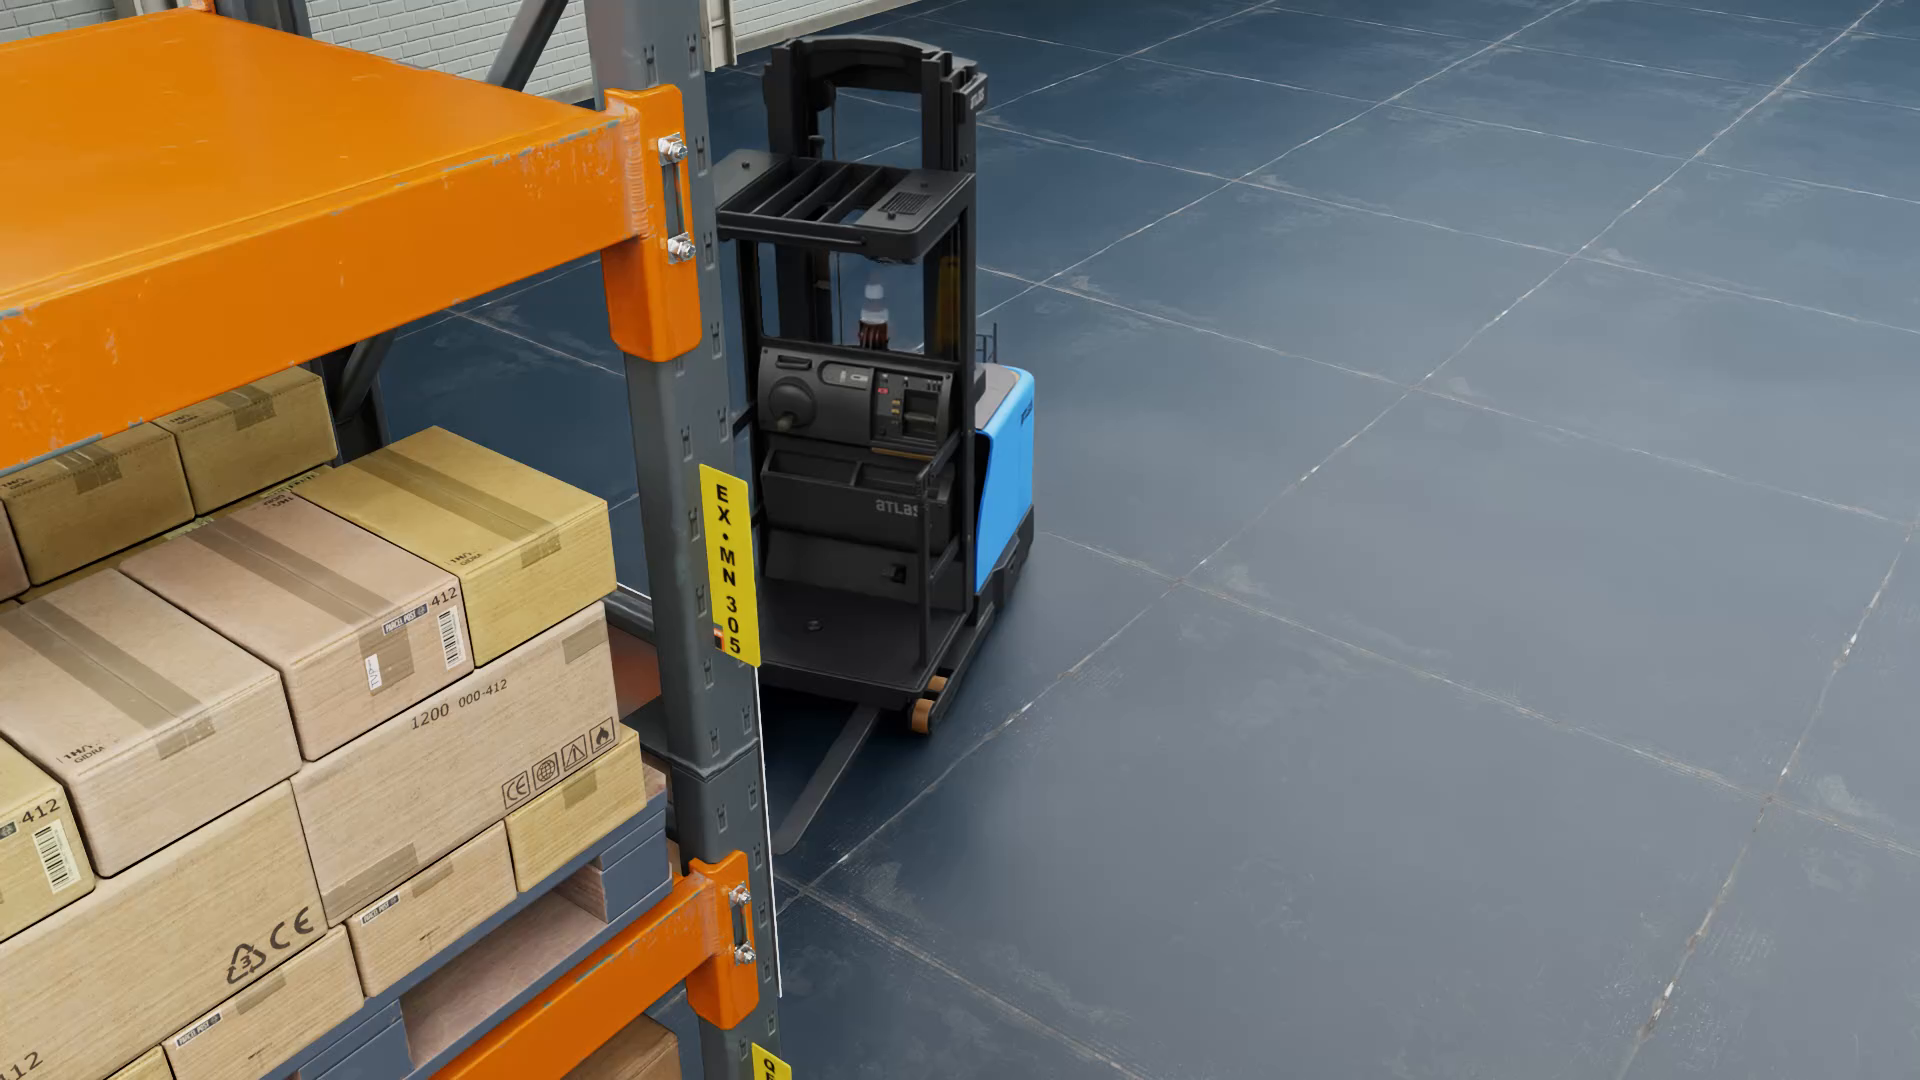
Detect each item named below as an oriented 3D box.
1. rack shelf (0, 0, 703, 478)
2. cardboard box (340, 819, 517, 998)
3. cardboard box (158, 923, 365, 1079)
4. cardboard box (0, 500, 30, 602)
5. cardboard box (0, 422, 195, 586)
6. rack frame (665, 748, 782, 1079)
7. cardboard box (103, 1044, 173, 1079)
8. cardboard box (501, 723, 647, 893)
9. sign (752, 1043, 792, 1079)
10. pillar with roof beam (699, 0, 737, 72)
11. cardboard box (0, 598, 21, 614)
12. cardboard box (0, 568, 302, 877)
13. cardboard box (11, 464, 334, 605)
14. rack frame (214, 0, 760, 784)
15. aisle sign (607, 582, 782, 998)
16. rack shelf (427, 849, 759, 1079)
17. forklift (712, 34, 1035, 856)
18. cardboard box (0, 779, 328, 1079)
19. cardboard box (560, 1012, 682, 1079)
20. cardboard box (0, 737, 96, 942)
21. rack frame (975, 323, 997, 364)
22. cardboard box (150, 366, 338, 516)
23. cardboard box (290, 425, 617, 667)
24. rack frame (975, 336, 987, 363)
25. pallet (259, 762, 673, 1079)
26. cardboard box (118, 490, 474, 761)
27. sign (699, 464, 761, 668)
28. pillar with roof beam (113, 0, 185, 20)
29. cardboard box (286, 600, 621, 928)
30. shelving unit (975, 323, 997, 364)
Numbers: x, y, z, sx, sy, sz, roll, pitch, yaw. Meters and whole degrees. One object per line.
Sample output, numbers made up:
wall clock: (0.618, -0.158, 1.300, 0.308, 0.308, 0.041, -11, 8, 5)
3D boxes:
rack shelf: (-1.979, 0.220, 1.150, 1.077, 0.370, 4.000, 21, 37, 31)
cardboard box: (-0.855, 0.442, 2.357, 0.380, 0.149, 0.250, 21, 37, 32)
cardboard box: (-1.010, 0.546, 2.180, 0.380, 0.149, 0.250, 22, 37, 32)
cardboard box: (-1.533, 0.001, 2.319, 0.380, 0.149, 0.250, 21, 36, 31)
cardboard box: (-1.379, -0.104, 2.495, 0.380, 0.149, 0.250, 21, 37, 32)
rack frame: (-0.772, 1.506, 3.766, 1.000, 3.000, 0.127, 21, 37, 31)
cardboard box: (-1.163, 0.649, 2.007, 0.380, 0.149, 0.250, 21, 37, 32)
cardboard box: (-0.702, 0.340, 2.529, 0.380, 0.149, 0.250, 21, 37, 31)
sign: (-0.348, 1.079, 3.119, 0.100, 0.325, 0.005, 21, 37, 31)
pillar with roof beam: (0.798, -7.630, 13.298, 9.100, 9.000, 0.400, 21, 37, 31)
cardboard box: (-1.573, 0.253, 2.285, 0.500, 0.250, 0.500, 21, 36, 31)
cardboard box: (-1.011, 0.204, 1.976, 0.380, 0.149, 0.250, 22, 37, 32)
cardboard box: (-1.268, 0.046, 2.634, 0.500, 0.250, 0.500, 21, 37, 31)
rack frame: (-0.772, -1.075, 2.237, 1.000, 3.000, 0.127, 21, 37, 31)
aisle sign: (-0.490, 0.451, 2.996, 0.394, 0.787, 0.004, 21, 37, 31)
rack shelf: (-1.979, 1.338, 1.813, 1.077, 0.370, 4.000, 21, 37, 31)
forklift: (-0.546, -0.590, 7.371, 1.130, 2.935, 3.031, 10, 32, 16)
cardboard box: (-1.147, 0.417, 2.008, 0.500, 0.250, 0.500, 21, 37, 31)
cardboard box: (-1.027, 1.116, 3.218, 0.875, 0.550, 0.550, 21, 37, 31)
cardboard box: (-1.166, 0.310, 1.798, 0.380, 0.149, 0.250, 22, 37, 32)
rack frame: (0.084, -0.655, 9.179, 0.240, 1.200, 0.006, 10, 32, 16)
cardboard box: (-1.227, -0.205, 2.666, 0.380, 0.149, 0.250, 22, 37, 32)
cardboard box: (-0.705, -0.001, 2.322, 0.380, 0.149, 0.250, 22, 37, 32)
rack frame: (0.026, -0.567, 9.030, 0.240, 1.200, 0.006, 10, 32, 16)
pallet: (-1.211, 0.559, 2.510, 1.003, 0.211, 1.213, 21, 37, 31)
cardboard box: (-0.857, 0.100, 2.152, 0.380, 0.149, 0.250, 21, 37, 32)
sign: (-0.348, 0.042, 2.505, 0.100, 0.325, 0.005, 21, 37, 31)
pillar with roof beam: (-2.824, -5.191, 9.183, 9.100, 9.000, 0.400, 21, 37, 31)
cardboard box: (-0.845, 0.214, 2.351, 0.500, 0.250, 0.500, 22, 37, 32)
shelving unit: (0.055, -0.611, 9.105, 0.258, 1.200, 0.189, 10, 32, 16)
